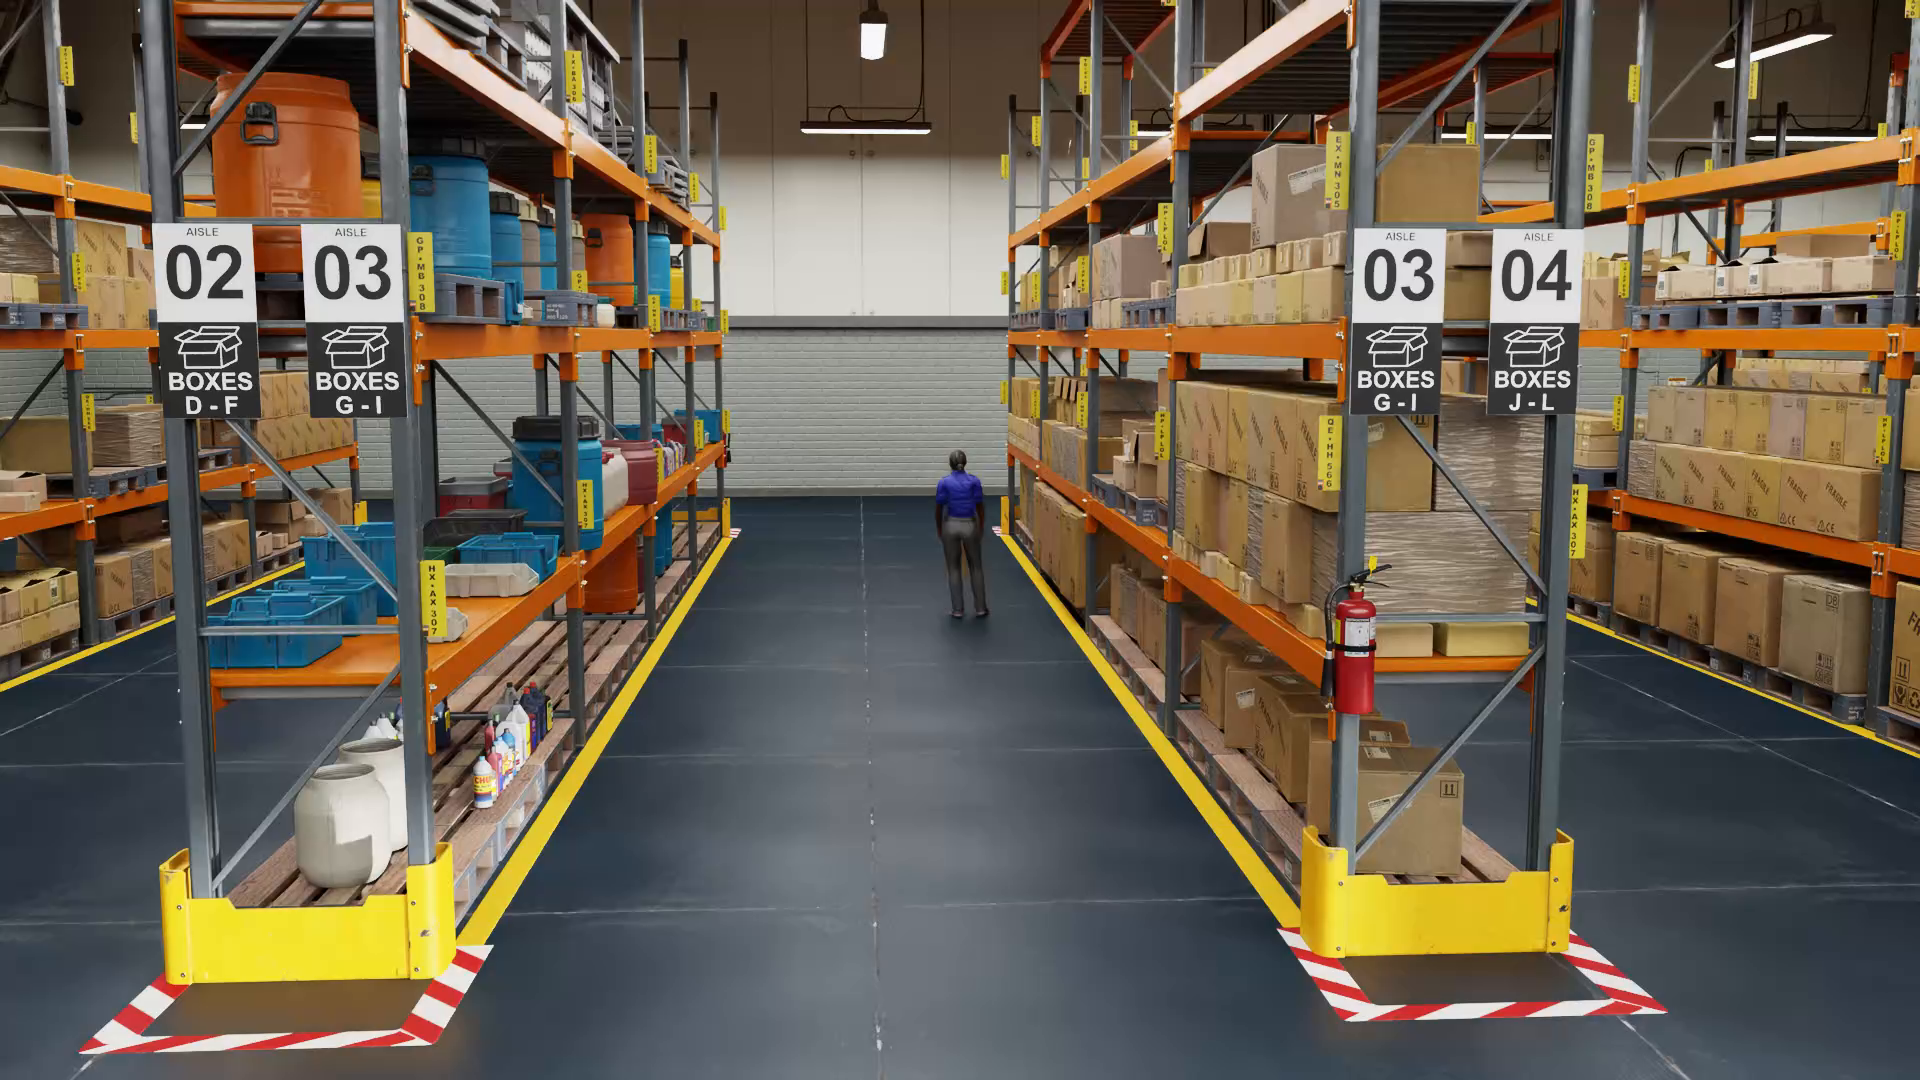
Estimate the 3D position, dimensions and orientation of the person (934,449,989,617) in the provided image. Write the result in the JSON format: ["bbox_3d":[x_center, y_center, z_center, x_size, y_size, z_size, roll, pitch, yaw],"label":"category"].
[{"bbox_3d":[0.022,-0.074,16.316,0.547,1.654,0.502,0,7,-1],"label":"person"}]
